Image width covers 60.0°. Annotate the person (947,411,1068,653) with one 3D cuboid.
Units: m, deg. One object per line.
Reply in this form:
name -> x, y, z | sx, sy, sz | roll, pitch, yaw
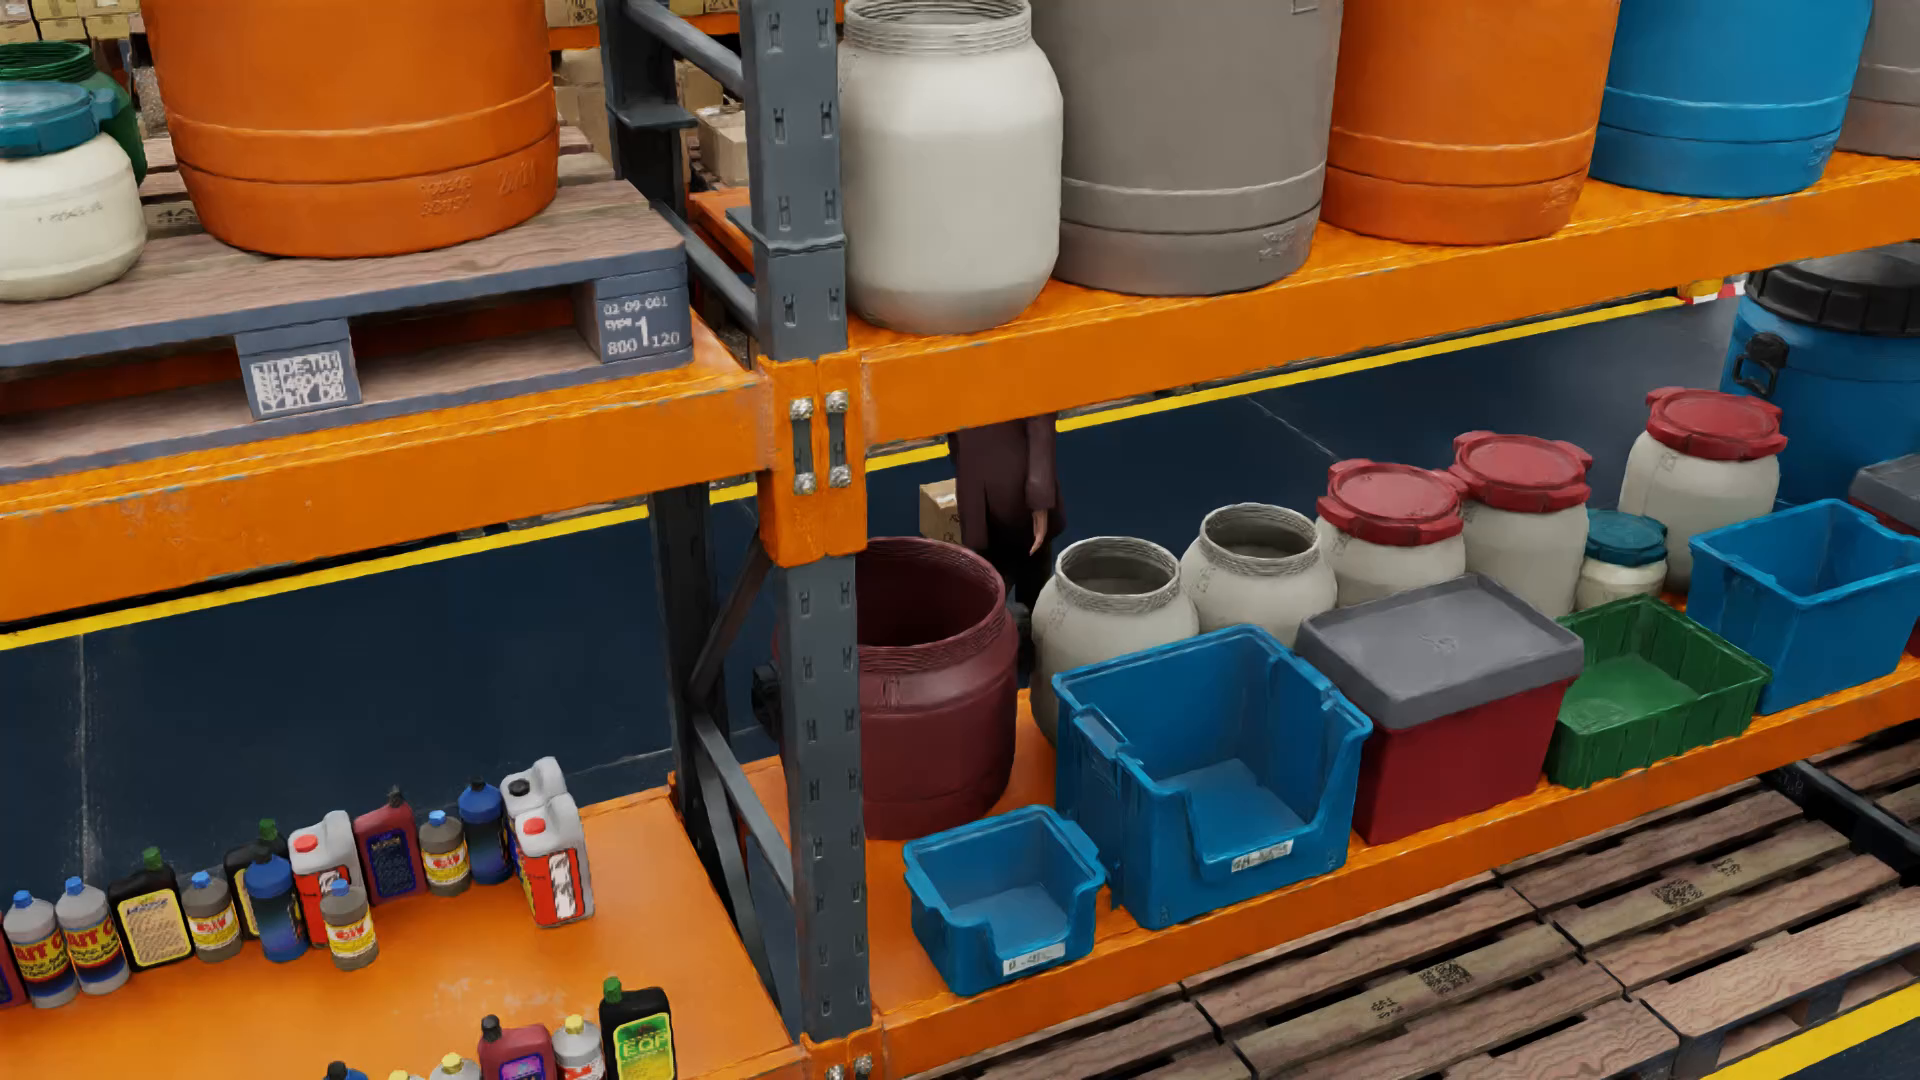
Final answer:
person -> 0.140, -0.206, 6.535 | 0.659, 1.745, 0.947 | 17, 33, 28
